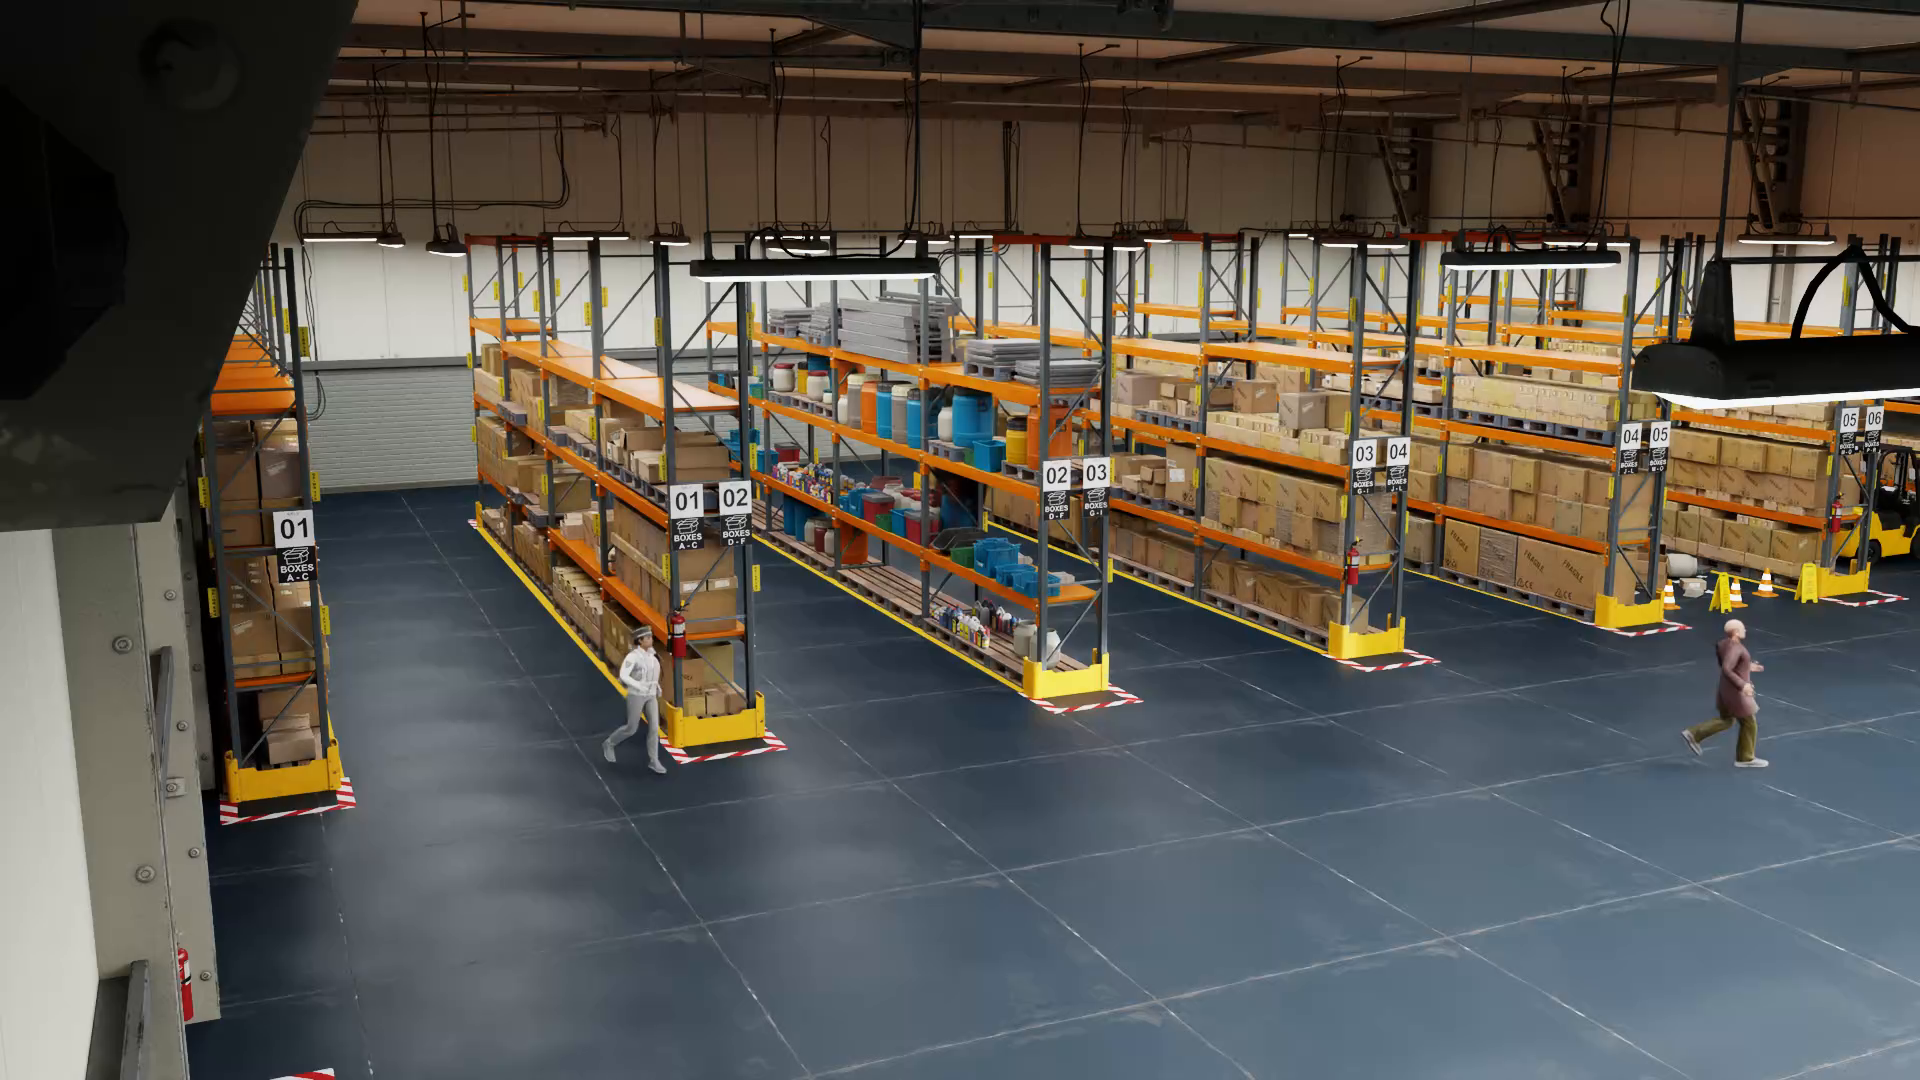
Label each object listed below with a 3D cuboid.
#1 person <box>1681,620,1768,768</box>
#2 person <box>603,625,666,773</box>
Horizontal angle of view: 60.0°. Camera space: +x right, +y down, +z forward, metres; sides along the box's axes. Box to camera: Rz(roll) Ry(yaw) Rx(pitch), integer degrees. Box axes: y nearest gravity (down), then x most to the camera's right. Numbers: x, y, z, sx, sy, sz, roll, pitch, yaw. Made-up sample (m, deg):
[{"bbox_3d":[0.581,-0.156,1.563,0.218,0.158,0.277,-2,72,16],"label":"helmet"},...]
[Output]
[{"bbox_3d":[8.954,1.781,19.323,0.964,1.751,0.720,1,11,6],"label":"person"},{"bbox_3d":[-3.677,1.812,19.372,0.918,1.657,0.672,7,13,33],"label":"person"}]
